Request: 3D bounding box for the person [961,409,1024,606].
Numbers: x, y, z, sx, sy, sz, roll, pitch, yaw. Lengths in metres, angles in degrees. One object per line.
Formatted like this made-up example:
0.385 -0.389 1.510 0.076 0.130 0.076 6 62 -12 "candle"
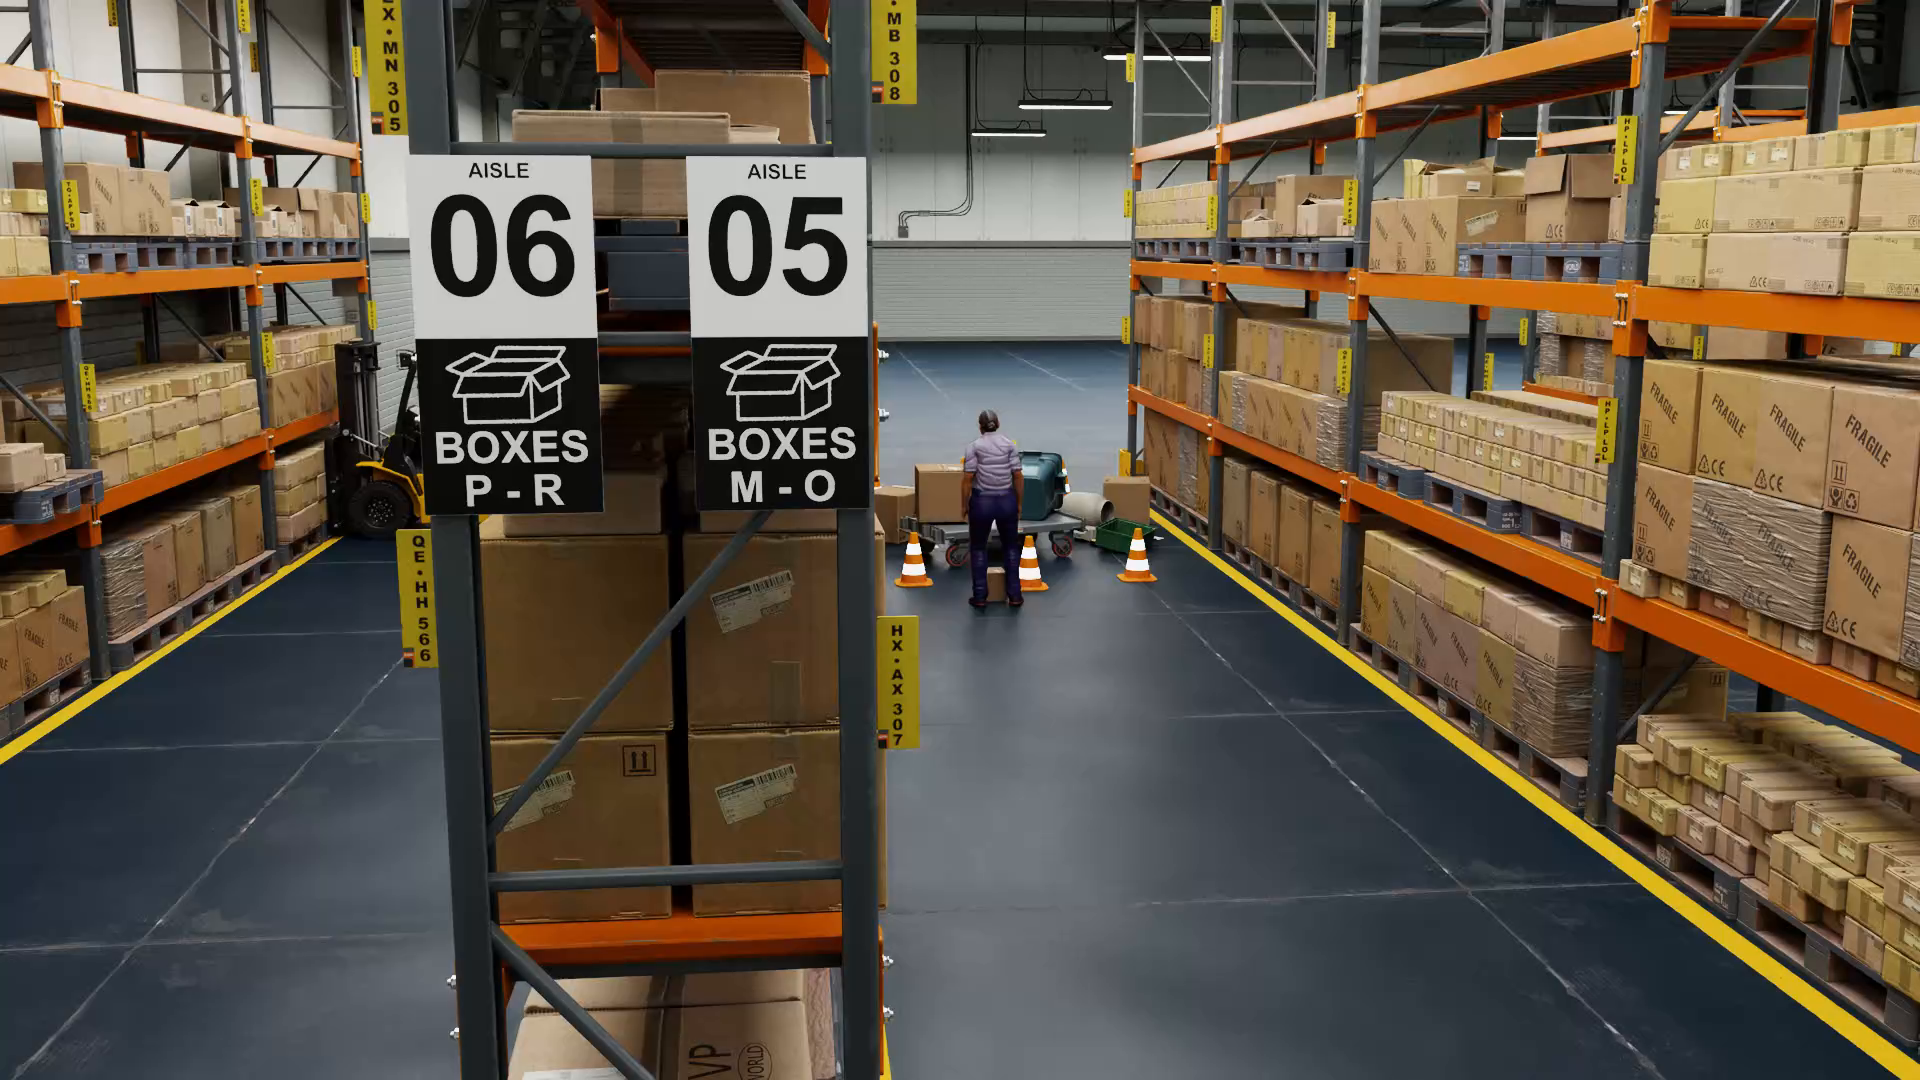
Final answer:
0.284 -0.266 13.920 0.564 1.651 0.367 -2 10 -9 "person"
